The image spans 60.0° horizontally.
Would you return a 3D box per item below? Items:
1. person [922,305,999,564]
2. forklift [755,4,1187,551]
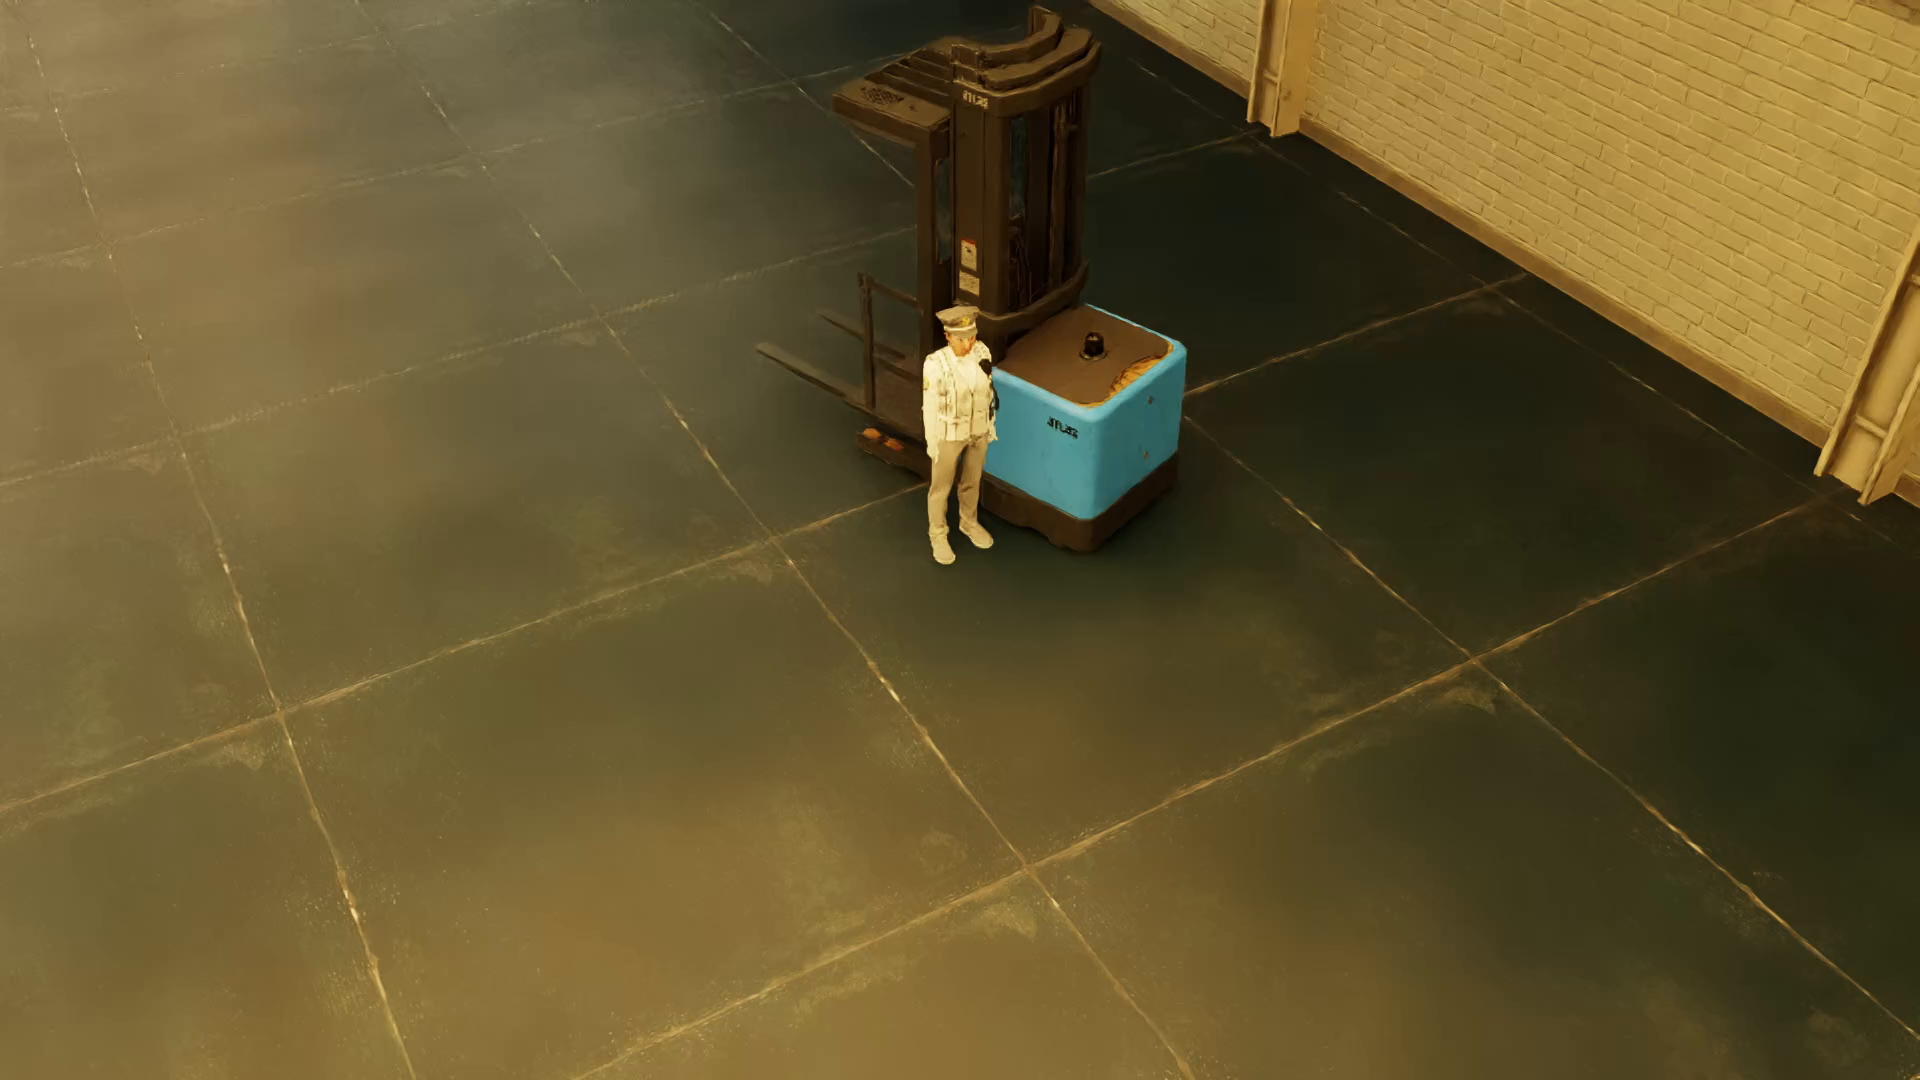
[{"bbox_3d":[0.012,-0.636,9.779,0.472,1.691,0.336,-21,44,-23],"label":"person"},{"bbox_3d":[-0.058,-1.853,10.270,3.031,2.935,1.130,28,47,30],"label":"forklift"}]
